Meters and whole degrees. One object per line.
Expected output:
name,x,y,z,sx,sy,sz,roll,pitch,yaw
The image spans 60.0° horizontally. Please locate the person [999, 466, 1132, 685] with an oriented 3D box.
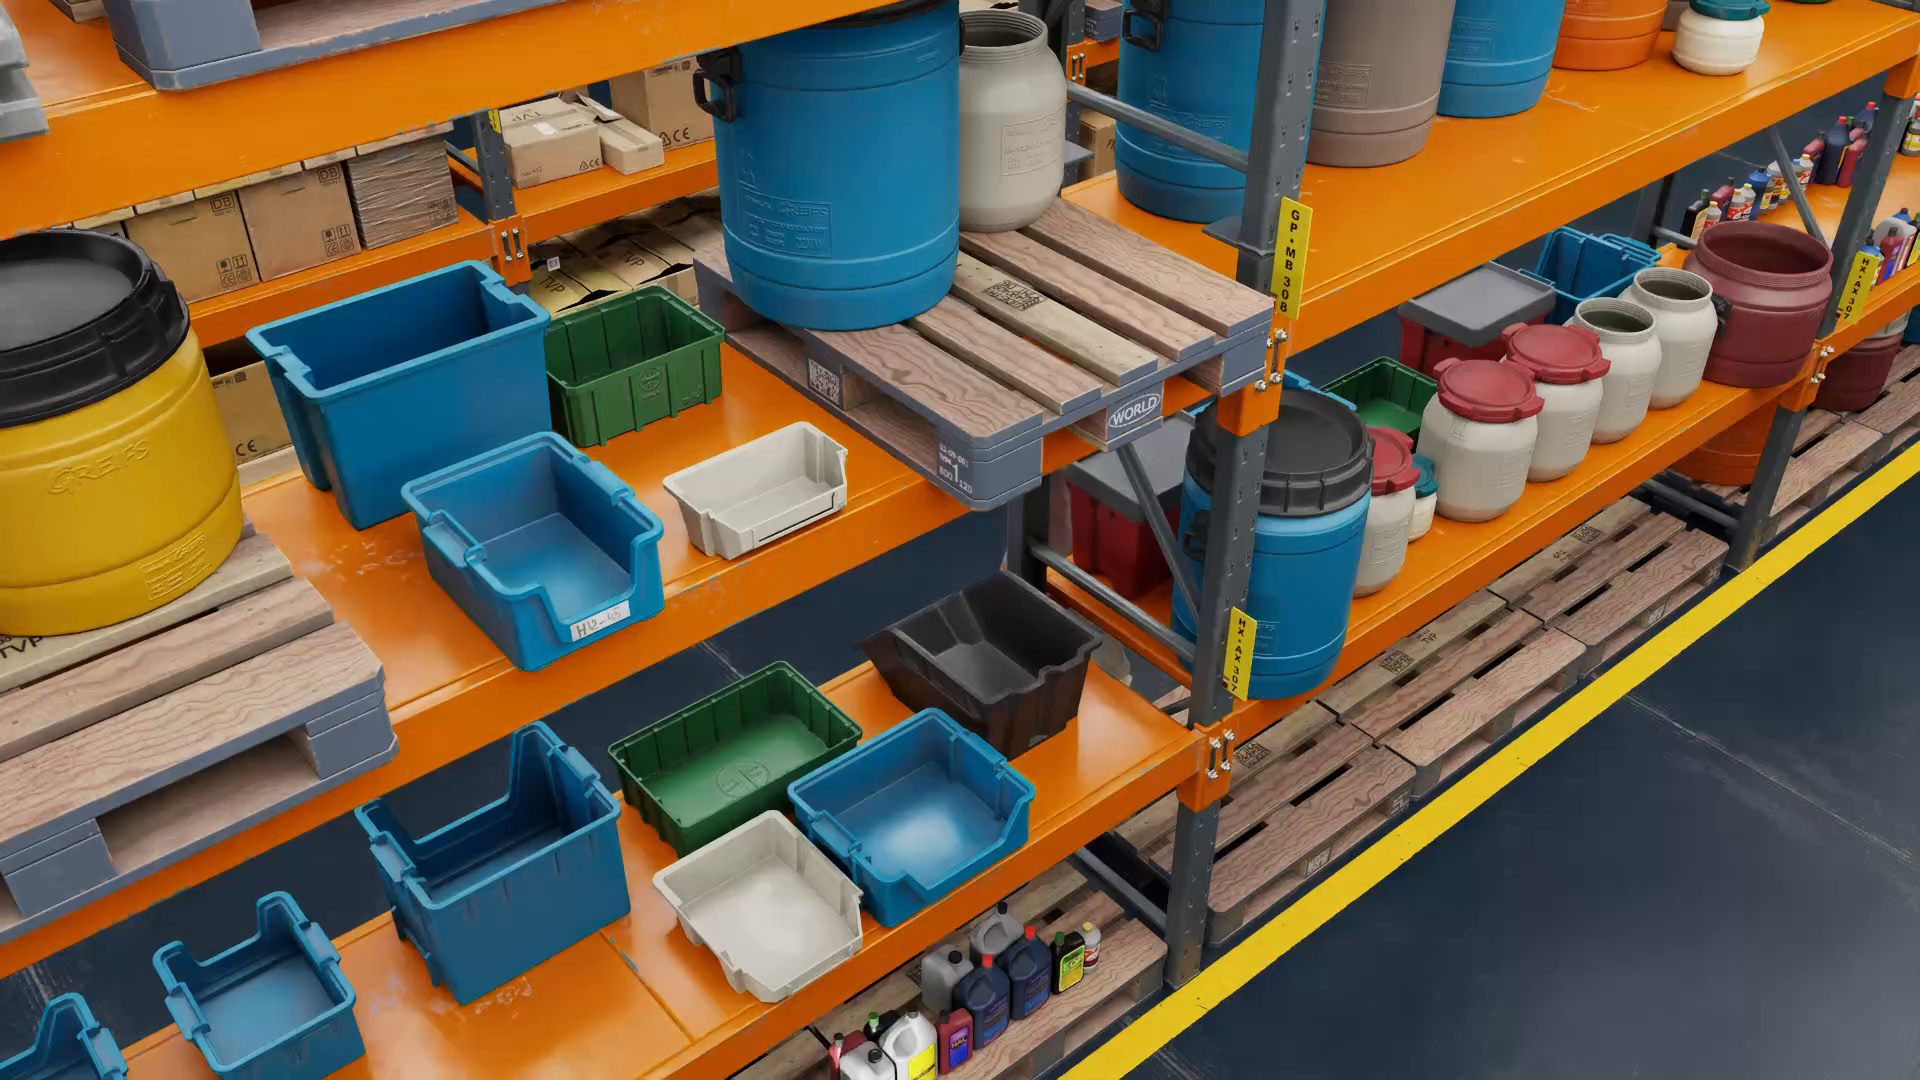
person,0.353,0.026,7.048,0.844,1.663,0.465,3,36,4
